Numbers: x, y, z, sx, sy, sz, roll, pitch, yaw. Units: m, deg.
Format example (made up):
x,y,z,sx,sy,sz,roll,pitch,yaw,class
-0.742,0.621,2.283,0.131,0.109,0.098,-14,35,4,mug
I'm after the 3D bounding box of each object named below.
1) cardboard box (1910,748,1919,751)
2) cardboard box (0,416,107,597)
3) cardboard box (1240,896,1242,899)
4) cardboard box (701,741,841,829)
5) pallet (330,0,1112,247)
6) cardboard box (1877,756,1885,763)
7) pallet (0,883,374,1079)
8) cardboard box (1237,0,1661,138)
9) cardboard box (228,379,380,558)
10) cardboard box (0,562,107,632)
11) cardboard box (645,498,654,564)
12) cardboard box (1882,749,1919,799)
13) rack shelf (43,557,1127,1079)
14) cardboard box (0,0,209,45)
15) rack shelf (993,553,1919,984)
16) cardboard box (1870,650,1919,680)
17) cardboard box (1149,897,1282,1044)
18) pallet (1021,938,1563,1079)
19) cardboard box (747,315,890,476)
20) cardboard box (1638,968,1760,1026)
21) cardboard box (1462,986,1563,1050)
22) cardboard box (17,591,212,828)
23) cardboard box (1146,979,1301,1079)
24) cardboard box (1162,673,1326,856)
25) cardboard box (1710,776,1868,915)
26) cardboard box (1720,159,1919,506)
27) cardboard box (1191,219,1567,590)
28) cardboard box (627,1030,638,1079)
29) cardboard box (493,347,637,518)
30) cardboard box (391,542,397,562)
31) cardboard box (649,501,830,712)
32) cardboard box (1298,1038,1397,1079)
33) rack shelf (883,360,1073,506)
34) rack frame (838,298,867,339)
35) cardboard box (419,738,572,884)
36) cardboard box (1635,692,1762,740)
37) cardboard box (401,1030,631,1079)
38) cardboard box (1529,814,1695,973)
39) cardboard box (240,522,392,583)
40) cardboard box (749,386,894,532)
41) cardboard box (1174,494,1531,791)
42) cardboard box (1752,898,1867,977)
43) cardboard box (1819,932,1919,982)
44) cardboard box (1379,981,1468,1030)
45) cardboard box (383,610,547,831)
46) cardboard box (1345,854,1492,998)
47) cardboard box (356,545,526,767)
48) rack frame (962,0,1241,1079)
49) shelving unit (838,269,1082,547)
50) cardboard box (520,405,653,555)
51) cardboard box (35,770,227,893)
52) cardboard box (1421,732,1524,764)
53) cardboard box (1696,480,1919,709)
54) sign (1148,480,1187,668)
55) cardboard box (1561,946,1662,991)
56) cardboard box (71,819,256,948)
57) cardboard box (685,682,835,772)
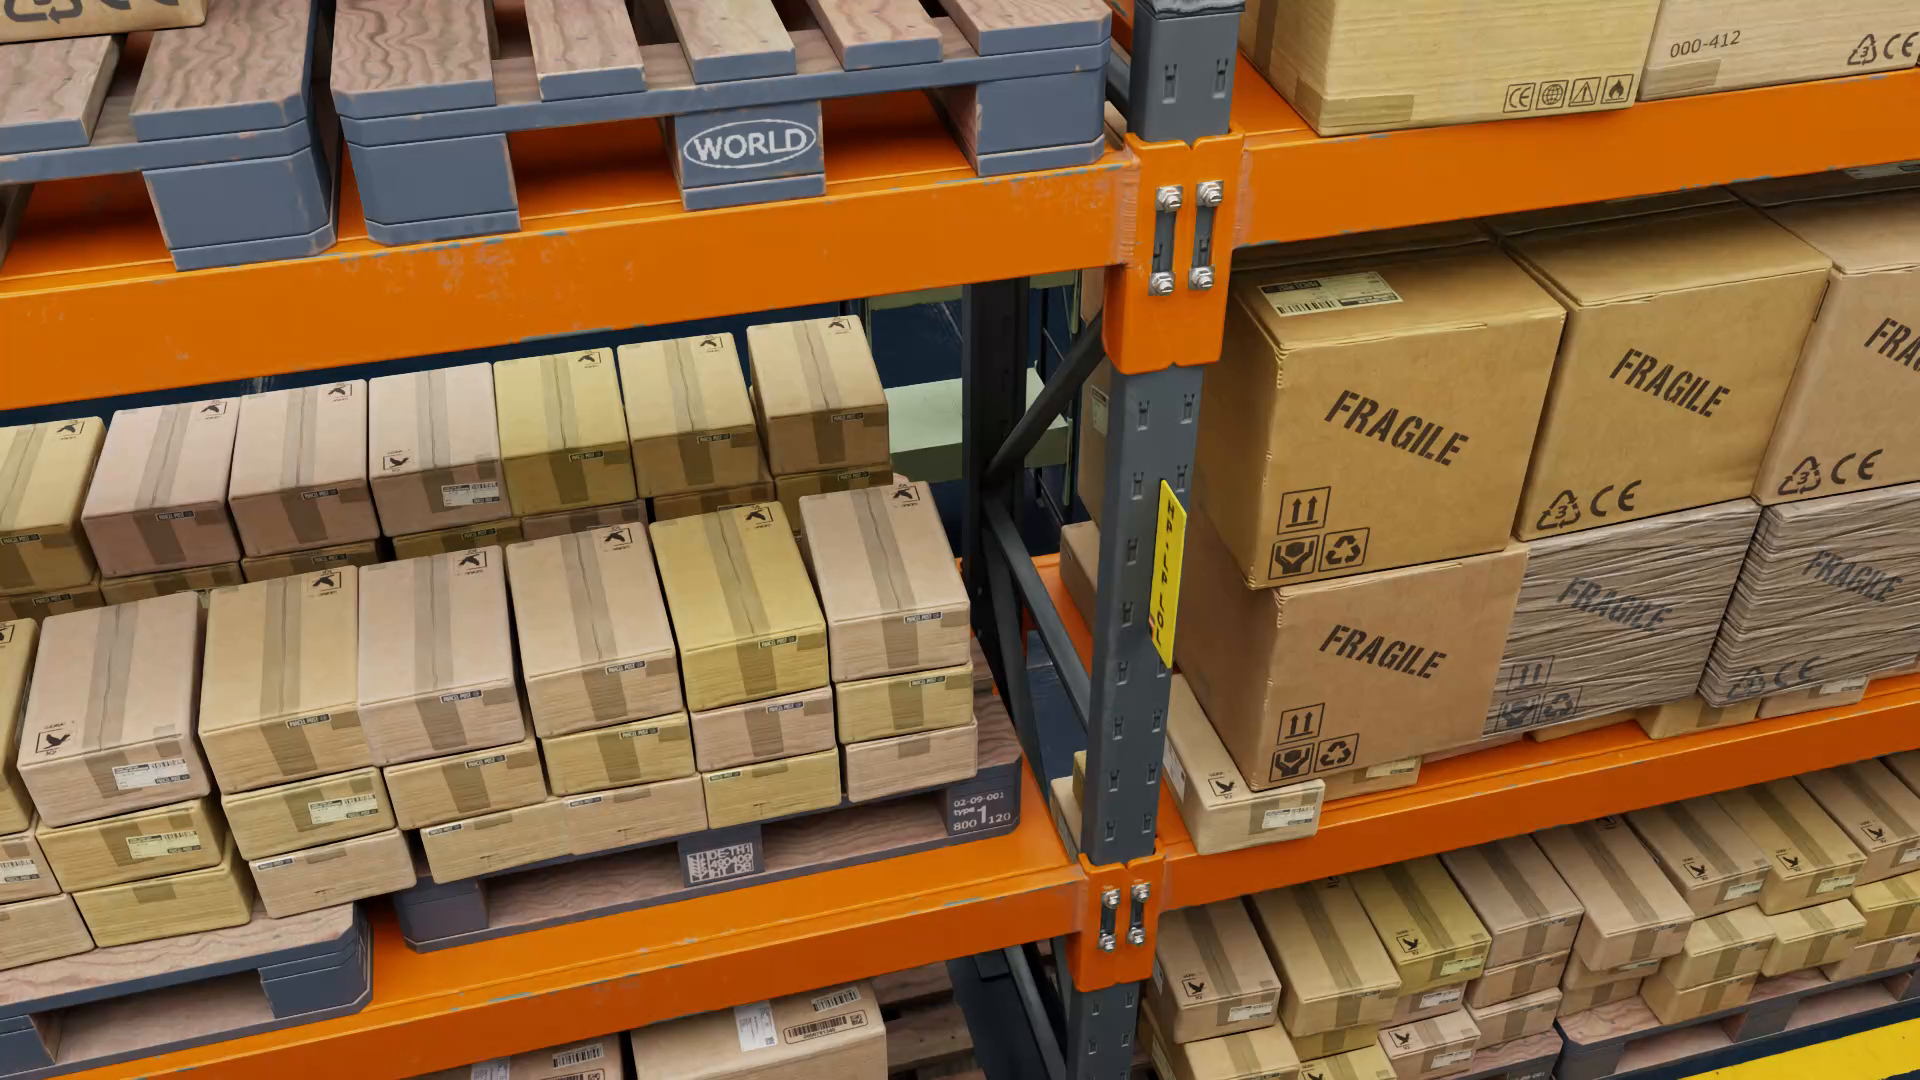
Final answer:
x,y,z,sx,sy,sz,roll,pitch,yaw,class
2.832,0.725,4.589,0.250,0.149,0.380,-10,38,-12,cardboard box
-1.815,-0.066,3.238,0.250,0.149,0.380,-8,38,-11,cardboard box
0.755,0.906,4.597,0.250,0.149,0.380,-8,38,-11,cardboard box
-0.389,0.348,3.187,0.250,0.149,0.380,-9,38,-12,cardboard box
-0.431,-0.887,2.626,1.003,0.211,1.213,-9,38,-12,pallet
2.482,0.517,4.862,0.250,0.149,0.380,-11,39,-14,cardboard box
-1.768,0.567,3.198,1.213,0.211,1.003,-9,38,-12,pallet
0.709,-0.855,2.554,0.500,0.250,0.500,-7,38,-10,cardboard box
-1.312,-0.150,3.349,0.250,0.149,0.380,-10,38,-12,cardboard box
-1.817,0.051,3.330,0.250,0.149,0.380,-10,39,-13,cardboard box
-0.573,-0.032,3.684,0.250,0.149,0.380,-9,38,-11,cardboard box
2.624,0.724,4.346,0.250,0.149,0.380,-8,38,-10,cardboard box
-1.738,0.797,3.331,4.000,0.370,1.077,-9,38,-12,rack shelf
-1.333,-1.037,2.237,0.637,0.503,0.797,-10,38,-13,cardboard box
2.124,0.164,4.159,4.000,0.370,1.077,-9,38,-12,rack shelf
2.057,0.135,3.812,0.250,0.149,0.380,-8,38,-10,cardboard box
0.580,0.991,3.997,0.250,0.149,0.380,-8,38,-10,cardboard box
0.832,1.175,4.540,1.213,0.211,1.003,-9,38,-12,pallet
-0.307,-0.316,3.566,0.250,0.149,0.380,-7,38,-10,cardboard box
1.870,1.062,4.394,0.250,0.149,0.380,-10,39,-13,cardboard box
1.344,1.110,4.331,0.250,0.149,0.380,-10,39,-13,cardboard box
-1.402,0.276,2.792,0.250,0.149,0.380,-11,39,-14,cardboard box
0.626,1.172,4.004,0.250,0.149,0.380,-8,38,-10,cardboard box
0.552,0.442,3.411,0.250,0.149,0.380,-8,38,-10,cardboard box
2.095,0.758,4.301,0.250,0.149,0.380,-9,38,-12,cardboard box
1.683,-0.441,3.208,0.500,0.500,0.500,-9,38,-11,cardboard box
0.692,-0.289,3.009,0.500,0.500,0.500,-8,38,-11,cardboard box
-0.951,1.367,3.706,0.500,0.500,0.500,-10,39,-13,cardboard box
-0.823,-0.229,3.452,0.250,0.149,0.380,-9,38,-12,cardboard box
-1.304,0.085,3.531,0.250,0.149,0.380,-11,39,-14,cardboard box
-0.403,0.113,3.005,0.250,0.149,0.380,-10,39,-13,cardboard box
0.885,1.249,4.149,0.250,0.149,0.380,-8,38,-11,cardboard box
-0.006,-0.336,5.991,0.720,0.370,0.431,-9,38,-12,rack shelf
-0.360,-0.537,5.717,0.023,1.500,0.400,-9,38,-12,rack frame
-0.873,0.426,3.085,0.250,0.149,0.380,-11,39,-14,cardboard box
1.550,0.243,3.670,0.250,0.149,0.380,-9,38,-11,cardboard box
-0.960,1.063,3.486,0.500,0.250,0.500,-8,38,-10,cardboard box
1.605,0.866,4.160,0.250,0.149,0.380,-9,38,-11,cardboard box
-1.317,-0.029,3.435,0.250,0.149,0.380,-8,38,-10,cardboard box
-0.307,-0.198,3.656,0.250,0.149,0.380,-9,38,-11,cardboard box
0.737,0.106,3.315,0.500,0.500,0.500,-10,39,-13,cardboard box
2.111,0.922,4.332,0.250,0.149,0.380,-9,38,-11,cardboard box
2.367,0.979,4.502,0.250,0.149,0.380,-9,38,-11,cardboard box
1.073,1.020,4.204,0.250,0.149,0.380,-10,38,-12,cardboard box
-0.897,0.314,2.986,0.250,0.149,0.380,-11,39,-13,cardboard box
1.092,0.913,4.099,0.250,0.149,0.380,-10,39,-13,cardboard box
-0.906,0.194,2.899,0.250,0.149,0.380,-9,38,-12,cardboard box
0.193,0.195,3.526,0.127,3.000,1.000,-9,38,-12,rack frame
-0.006,-0.595,5.793,0.755,1.500,0.431,-9,38,-12,shelving unit
-0.806,-0.114,3.547,0.250,0.149,0.380,-8,38,-11,cardboard box
-1.411,0.399,2.875,0.250,0.149,0.380,-9,38,-12,cardboard box
1.026,0.284,3.616,0.250,0.149,0.380,-11,39,-14,cardboard box
1.708,-0.035,3.500,0.500,0.500,0.500,-10,39,-13,cardboard box
0.341,0.060,2.750,0.005,0.325,0.100,-9,38,-12,sign
1.606,0.949,4.296,0.250,0.149,0.380,-8,38,-10,cardboard box
-1.396,0.515,2.969,0.250,0.149,0.380,-8,38,-10,cardboard box
-0.394,0.231,3.096,0.250,0.149,0.380,-9,38,-12,cardboard box
